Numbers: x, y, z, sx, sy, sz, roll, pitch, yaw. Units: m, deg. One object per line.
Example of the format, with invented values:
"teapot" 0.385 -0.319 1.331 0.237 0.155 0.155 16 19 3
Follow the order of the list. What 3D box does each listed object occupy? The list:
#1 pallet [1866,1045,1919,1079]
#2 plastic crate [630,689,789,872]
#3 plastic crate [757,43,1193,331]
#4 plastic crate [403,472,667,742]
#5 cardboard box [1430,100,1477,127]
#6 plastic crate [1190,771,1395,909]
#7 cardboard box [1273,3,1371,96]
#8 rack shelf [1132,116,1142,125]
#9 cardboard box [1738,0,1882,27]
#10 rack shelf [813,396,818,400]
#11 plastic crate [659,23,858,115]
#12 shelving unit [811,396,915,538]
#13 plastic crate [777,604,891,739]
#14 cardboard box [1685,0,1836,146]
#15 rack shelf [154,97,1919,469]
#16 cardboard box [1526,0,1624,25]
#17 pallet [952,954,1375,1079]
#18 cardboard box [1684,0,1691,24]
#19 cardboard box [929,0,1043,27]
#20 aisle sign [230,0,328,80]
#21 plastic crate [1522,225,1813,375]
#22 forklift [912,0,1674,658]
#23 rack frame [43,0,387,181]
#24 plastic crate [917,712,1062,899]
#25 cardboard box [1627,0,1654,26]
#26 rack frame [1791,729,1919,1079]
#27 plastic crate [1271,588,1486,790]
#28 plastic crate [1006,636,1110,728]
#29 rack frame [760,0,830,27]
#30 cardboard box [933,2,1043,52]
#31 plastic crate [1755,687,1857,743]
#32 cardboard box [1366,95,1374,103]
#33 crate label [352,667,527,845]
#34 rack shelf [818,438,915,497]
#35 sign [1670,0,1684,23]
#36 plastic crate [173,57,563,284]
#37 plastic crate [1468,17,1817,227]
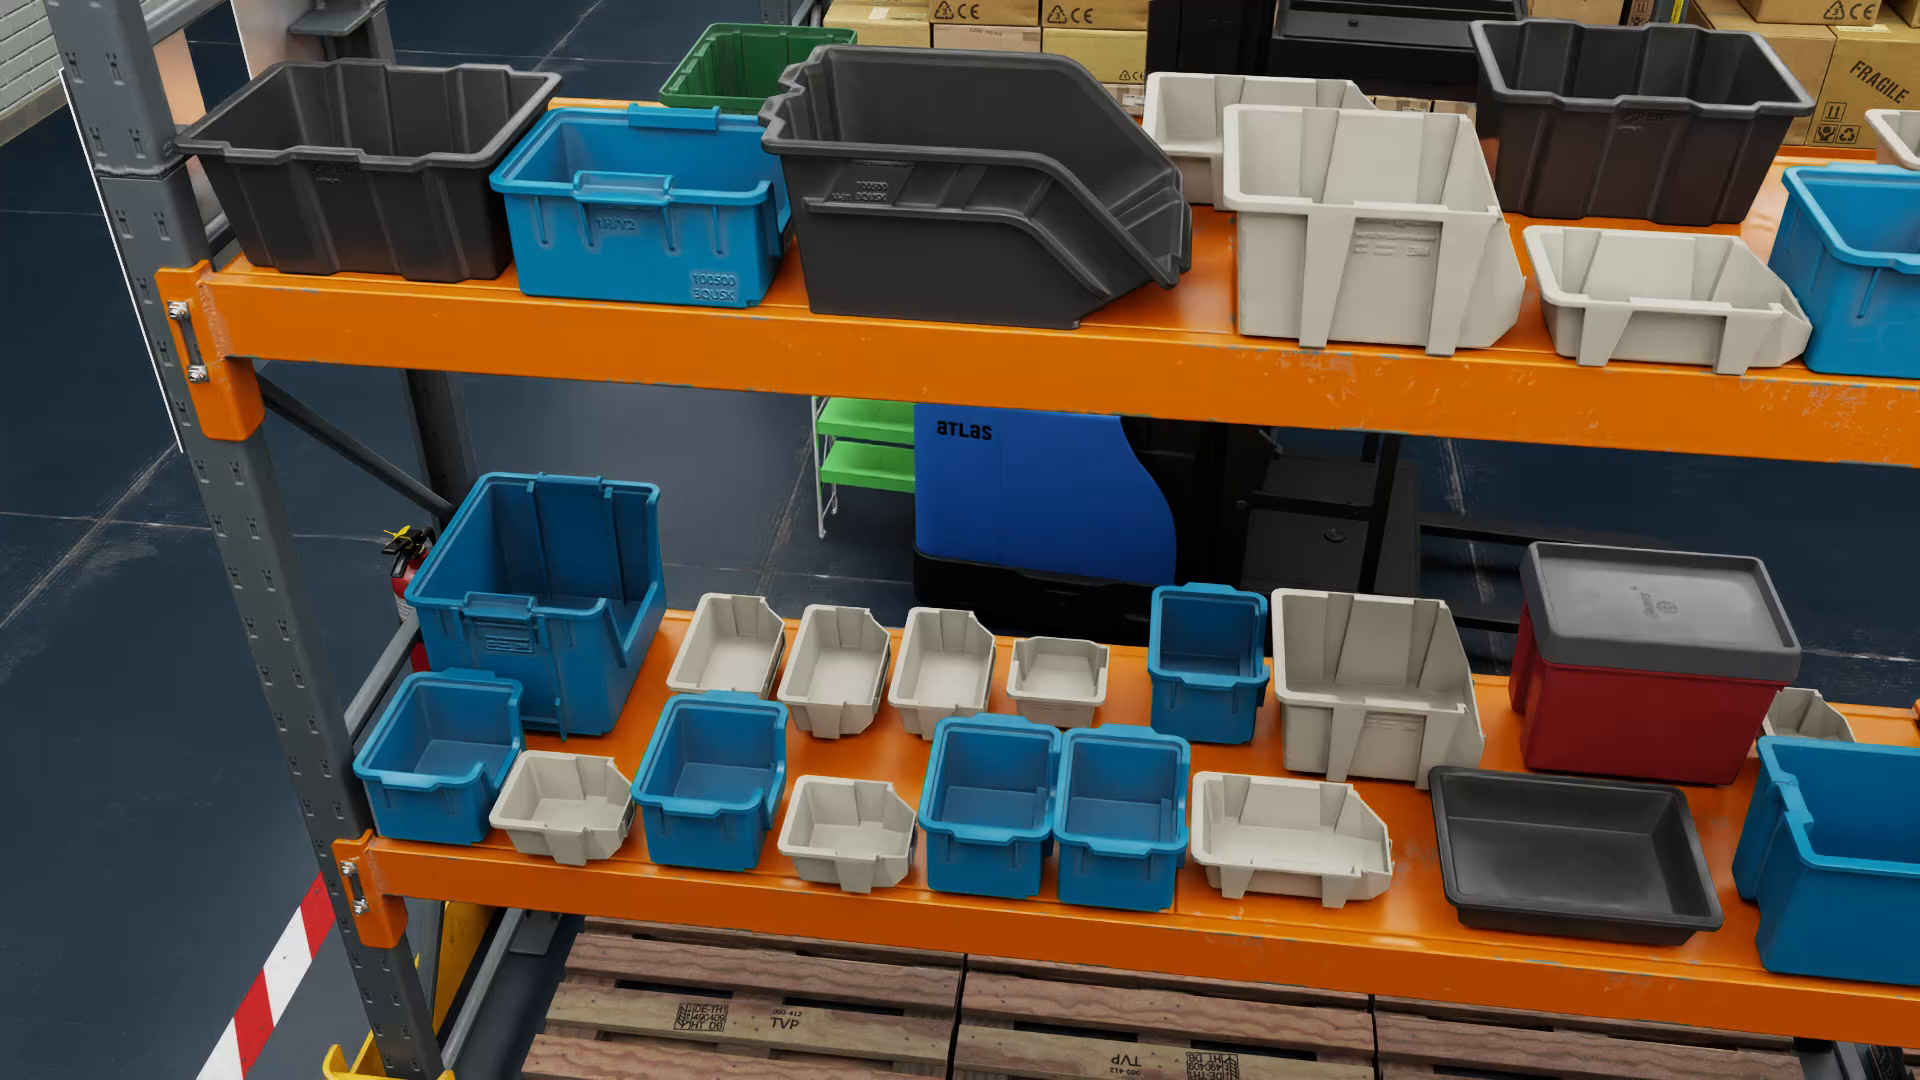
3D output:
"pallet" 3.292 1.794 4.555 1.213 0.211 1.003 4 36 6
"plastic crate" -0.580 0.582 3.945 0.300 0.233 0.416 4 36 6
"plastic crate" 0.045 -0.643 3.040 0.767 0.338 0.504 4 36 6
"plastic crate" -1.080 0.160 4.362 0.499 0.435 0.616 4 36 6
"cardboard box" 2.309 -2.046 7.751 0.250 0.149 0.380 4 36 5
"plastic crate" 0.766 0.705 3.856 0.466 0.136 0.293 4 36 6
"cardboard box" 1.671 -2.292 7.753 0.500 0.250 0.500 5 36 7
"rack shelf" 1.179 -2.131 8.274 4.000 0.370 1.077 4 36 6
"cardboard box" 3.797 -2.683 7.477 0.637 0.503 0.797 3 36 5
"rack shelf" -0.342 -0.678 6.864 0.480 0.148 0.258 7 36 10
"plastic crate" -0.421 -0.945 3.592 0.336 0.188 0.450 4 36 6
"shelving unit" -0.342 -0.534 6.966 0.503 1.200 0.258 7 36 10
"plastic crate" -0.318 0.350 4.352 0.243 0.136 0.396 4 36 6
"cardboard box" 3.587 -2.139 7.579 0.500 0.500 0.500 4 36 6
"rack shelf" 0.548 -0.499 3.404 4.000 0.370 1.077 4 36 6
"cardboard box" 2.673 -2.522 7.428 0.500 0.500 0.500 5 36 7
"pallet" 0.584 1.592 4.838 1.213 0.211 1.003 4 36 6
"cardboard box" 3.661 -2.440 8.000 0.500 0.500 0.500 4 36 6
"cardboard box" 0.133 -2.709 7.692 0.500 0.500 0.500 3 36 5
"aisle sign" -1.470 -0.951 3.762 0.004 0.787 0.394 4 36 6
"plastic crate" 1.222 -0.411 2.889 0.466 0.136 0.293 4 36 6
"forklift" 1.380 -0.990 6.114 3.031 2.935 1.130 7 36 10
"rack frame" -1.436 -2.160 2.531 0.127 3.000 1.000 4 36 6
"plastic crate" 0.073 0.631 3.877 0.300 0.233 0.416 4 36 6
"cardboard box" 5.119 -4.035 12.111 0.500 0.500 0.500 6 36 8
"rack frame" 2.532 0.578 3.859 0.127 3.000 1.000 4 36 6
"plastic crate" 1.041 0.382 4.183 0.530 0.282 0.437 4 36 6
"plastic crate" 0.257 0.368 4.328 0.250 0.136 0.298 4 36 6
"rack frame" -0.805 -2.572 8.272 0.127 3.000 1.000 4 36 6
"cardboard box" 0.153 -2.407 7.913 0.500 0.250 0.500 4 36 5
"plastic crate" 2.088 0.544 4.081 0.243 0.136 0.396 4 36 6
"cardboard box" 1.798 -2.084 7.804 0.250 0.149 0.380 5 36 7
"crate label" -1.233 0.533 4.013 0.303 0.233 0.416 4 36 6
"rack shelf" -0.342 -0.287 7.142 0.480 0.148 0.258 7 36 10
"sign" 3.093 -2.341 7.135 0.005 0.325 0.100 4 36 6
"plastic crate" -1.089 -0.697 3.175 0.590 0.269 0.497 4 36 6
"plastic crate" 1.335 -0.840 3.375 0.590 0.269 0.497 4 36 6
